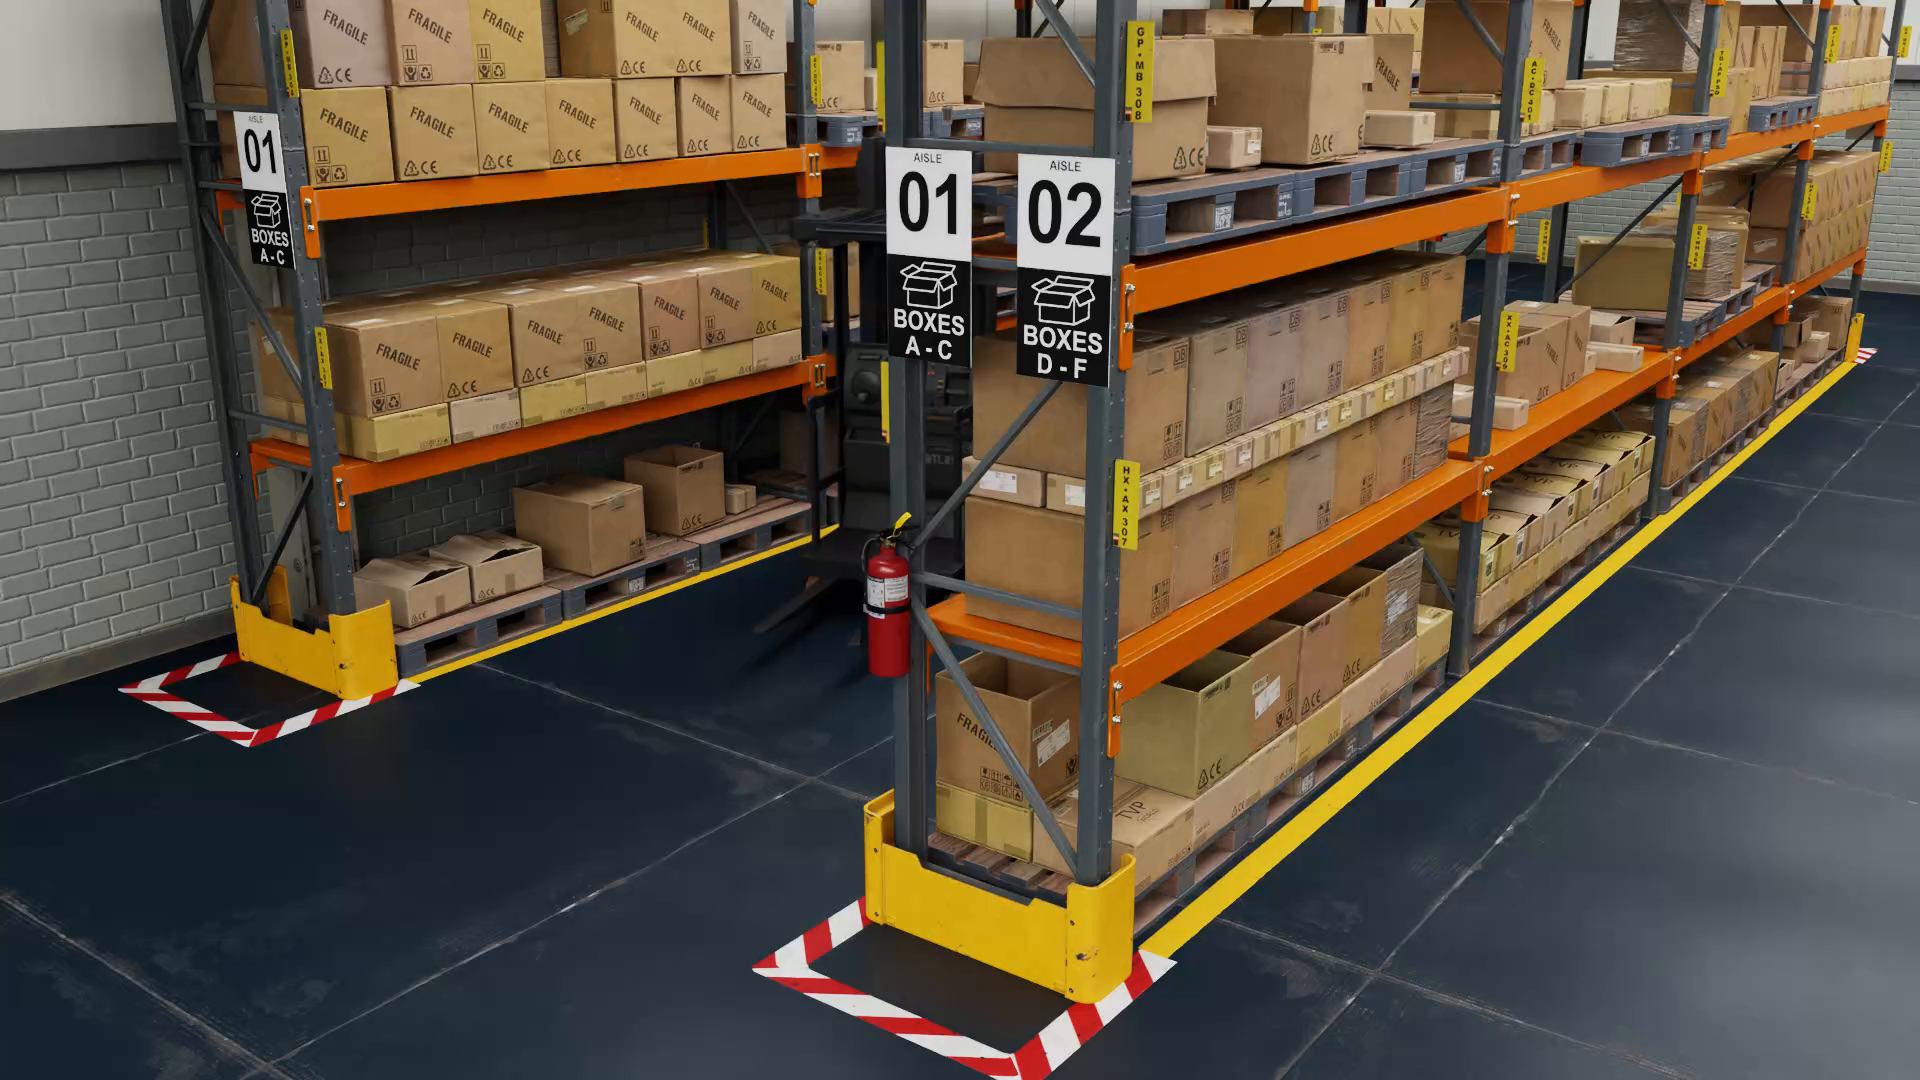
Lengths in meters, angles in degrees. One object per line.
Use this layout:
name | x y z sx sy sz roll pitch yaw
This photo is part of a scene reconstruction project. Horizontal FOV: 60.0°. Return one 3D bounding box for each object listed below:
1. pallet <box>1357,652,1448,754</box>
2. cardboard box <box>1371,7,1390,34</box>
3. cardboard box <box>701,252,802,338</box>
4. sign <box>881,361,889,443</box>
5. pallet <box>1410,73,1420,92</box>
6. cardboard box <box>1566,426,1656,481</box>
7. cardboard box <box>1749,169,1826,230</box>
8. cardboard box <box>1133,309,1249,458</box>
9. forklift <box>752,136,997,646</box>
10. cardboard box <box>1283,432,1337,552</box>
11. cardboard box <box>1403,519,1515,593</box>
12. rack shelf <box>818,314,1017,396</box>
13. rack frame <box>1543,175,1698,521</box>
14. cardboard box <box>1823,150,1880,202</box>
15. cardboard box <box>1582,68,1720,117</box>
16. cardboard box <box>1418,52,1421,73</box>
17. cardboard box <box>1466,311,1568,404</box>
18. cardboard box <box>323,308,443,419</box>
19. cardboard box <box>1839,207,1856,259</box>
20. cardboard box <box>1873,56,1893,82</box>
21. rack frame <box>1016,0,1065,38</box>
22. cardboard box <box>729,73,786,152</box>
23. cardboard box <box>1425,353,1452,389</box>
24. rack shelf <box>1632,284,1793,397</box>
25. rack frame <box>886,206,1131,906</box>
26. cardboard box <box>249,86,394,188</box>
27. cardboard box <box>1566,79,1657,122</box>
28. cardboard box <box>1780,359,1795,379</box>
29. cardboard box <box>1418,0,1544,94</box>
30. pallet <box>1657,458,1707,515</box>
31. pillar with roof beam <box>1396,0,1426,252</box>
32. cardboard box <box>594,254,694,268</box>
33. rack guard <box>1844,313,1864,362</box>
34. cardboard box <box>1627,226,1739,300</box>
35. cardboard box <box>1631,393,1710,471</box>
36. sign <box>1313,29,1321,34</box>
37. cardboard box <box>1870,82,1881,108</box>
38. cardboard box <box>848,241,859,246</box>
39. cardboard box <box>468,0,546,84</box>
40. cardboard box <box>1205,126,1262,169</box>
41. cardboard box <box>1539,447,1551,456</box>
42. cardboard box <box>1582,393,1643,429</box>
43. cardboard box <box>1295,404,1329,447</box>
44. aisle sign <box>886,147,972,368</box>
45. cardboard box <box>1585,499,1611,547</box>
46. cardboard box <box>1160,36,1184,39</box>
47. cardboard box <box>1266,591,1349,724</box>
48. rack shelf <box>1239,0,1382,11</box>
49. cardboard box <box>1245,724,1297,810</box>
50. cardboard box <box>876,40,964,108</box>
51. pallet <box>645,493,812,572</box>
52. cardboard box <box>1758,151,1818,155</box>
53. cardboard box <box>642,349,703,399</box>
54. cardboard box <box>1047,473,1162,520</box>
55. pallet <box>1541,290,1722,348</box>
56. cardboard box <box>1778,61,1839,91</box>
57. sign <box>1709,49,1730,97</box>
pallet | 2.034 0.786 9.357 1.003 0.211 1.213 12 21 35
cardboard box | 4.569 -5.837 19.038 0.500 0.500 0.500 13 21 35
cardboard box | -1.473 -1.731 11.715 0.500 0.500 0.500 12 21 35
sign | -0.270 -0.540 6.574 0.100 0.325 0.005 12 21 35
pallet | 5.277 -5.672 20.543 1.003 0.211 1.213 12 21 35
cardboard box | 4.810 -0.668 12.318 0.500 0.311 0.500 13 22 36
cardboard box | 7.815 -3.221 15.704 0.500 0.500 0.500 13 22 36
cardboard box | 0.787 -0.690 7.053 0.700 0.500 0.500 12 21 33
forklift | -0.387 -1.038 10.645 1.130 2.935 3.031 6 18 19
cardboard box | 1.367 -0.301 7.987 0.700 0.500 0.500 13 22 36
cardboard box | 2.988 0.062 9.967 0.500 0.311 0.500 13 21 35
rack shelf | -0.248 -1.735 13.986 1.077 0.370 4.000 12 21 35
rack frame | 4.925 -1.681 12.598 1.000 3.000 0.127 12 21 35
cardboard box | 9.647 -3.957 18.073 0.500 0.500 0.500 12 21 34
cardboard box | 5.157 -3.271 12.492 0.910 0.500 0.500 12 21 35
cardboard box | 5.488 -5.848 20.337 0.500 0.250 0.500 13 22 36
cardboard box | 3.624 -1.200 10.883 0.500 0.500 0.500 12 21 35
cardboard box | -3.297 -1.006 9.381 0.500 0.500 0.500 12 21 35
cardboard box | 9.035 -3.237 17.441 0.500 0.500 0.500 13 21 35
cardboard box | 9.590 -5.018 17.698 0.500 0.250 0.500 12 21 35
rack frame | 0.944 -5.420 14.524 1.000 3.000 0.127 12 21 35
cardboard box | -1.543 -2.928 11.353 0.500 0.500 0.500 13 22 36
cardboard box | 2.402 -0.924 8.900 0.380 0.149 0.250 12 21 34
rack shelf | 6.116 -1.813 14.238 1.077 0.370 4.000 12 21 35
rack frame | 0.158 0.225 6.462 1.000 3.000 0.127 12 21 35
cardboard box | -3.423 -2.175 8.929 0.500 0.500 0.500 13 22 36
cardboard box | 4.402 -2.996 11.320 0.500 0.250 0.500 13 22 36
cardboard box | 8.239 -1.760 16.889 0.380 0.166 0.250 12 21 35
cardboard box | 2.940 -2.787 9.384 0.500 0.500 0.500 13 21 35
pallet | 5.400 -0.520 13.562 1.003 0.211 1.213 12 21 35
pillar with roof beam | 10.082 -7.361 20.773 9.100 9.000 0.400 12 21 35
cardboard box | -2.198 -1.701 11.618 0.500 0.500 0.500 12 21 34
rack guard | 9.646 -2.374 19.046 1.175 0.500 0.348 12 21 35
cardboard box | 5.908 -2.283 13.661 0.500 0.500 0.700 -15 23 -40
cardboard box | 5.733 -0.881 13.494 0.500 0.500 0.500 12 21 33
sign | 3.769 -5.244 17.612 0.100 0.325 0.005 12 21 35
cardboard box | 9.290 -4.661 17.390 0.500 0.250 0.500 12 21 35
cardboard box | -0.770 -2.107 13.061 0.700 0.500 0.500 15 23 40
cardboard box | -2.762 -2.900 9.580 0.500 0.500 0.500 13 22 36
cardboard box | 1.001 -1.604 6.773 0.380 0.149 0.250 12 21 35
cardboard box | 4.070 -0.636 12.218 0.500 0.311 0.500 12 21 33
cardboard box | 5.293 -0.961 13.754 0.500 0.500 0.500 13 22 37
cardboard box | 1.481 -0.554 7.708 0.380 0.149 0.250 13 21 35
aisle sign | -0.117 -1.053 6.193 0.394 0.787 0.004 12 21 35
cardboard box | 4.201 -0.157 11.620 0.500 0.250 0.500 13 21 36
cardboard box | 1.801 -4.636 16.147 0.700 0.500 0.500 14 22 37
cardboard box | 1.552 0.534 8.130 0.500 0.500 0.500 12 21 35
rack shelf | 4.519 -6.315 19.292 1.077 0.370 4.000 12 21 35
cardboard box | 1.249 1.010 7.861 0.500 0.250 0.500 12 21 35
cardboard box | -0.314 -3.693 13.143 0.500 0.500 0.500 12 21 33
pallet | -1.811 -0.104 12.224 1.003 0.211 1.213 12 21 35
cardboard box | 8.910 -3.926 17.975 0.500 0.500 0.500 13 21 35
cardboard box | -2.069 -1.134 11.057 0.500 0.250 0.500 12 21 34
cardboard box | 0.565 -0.188 6.529 0.380 0.149 0.250 12 21 34
pallet | 5.272 -1.763 13.186 1.213 0.211 1.003 12 21 35
cardboard box | 7.797 -4.305 15.400 0.500 0.250 0.500 12 21 35
sign | 5.365 -3.298 11.742 0.100 0.325 0.005 12 21 35
